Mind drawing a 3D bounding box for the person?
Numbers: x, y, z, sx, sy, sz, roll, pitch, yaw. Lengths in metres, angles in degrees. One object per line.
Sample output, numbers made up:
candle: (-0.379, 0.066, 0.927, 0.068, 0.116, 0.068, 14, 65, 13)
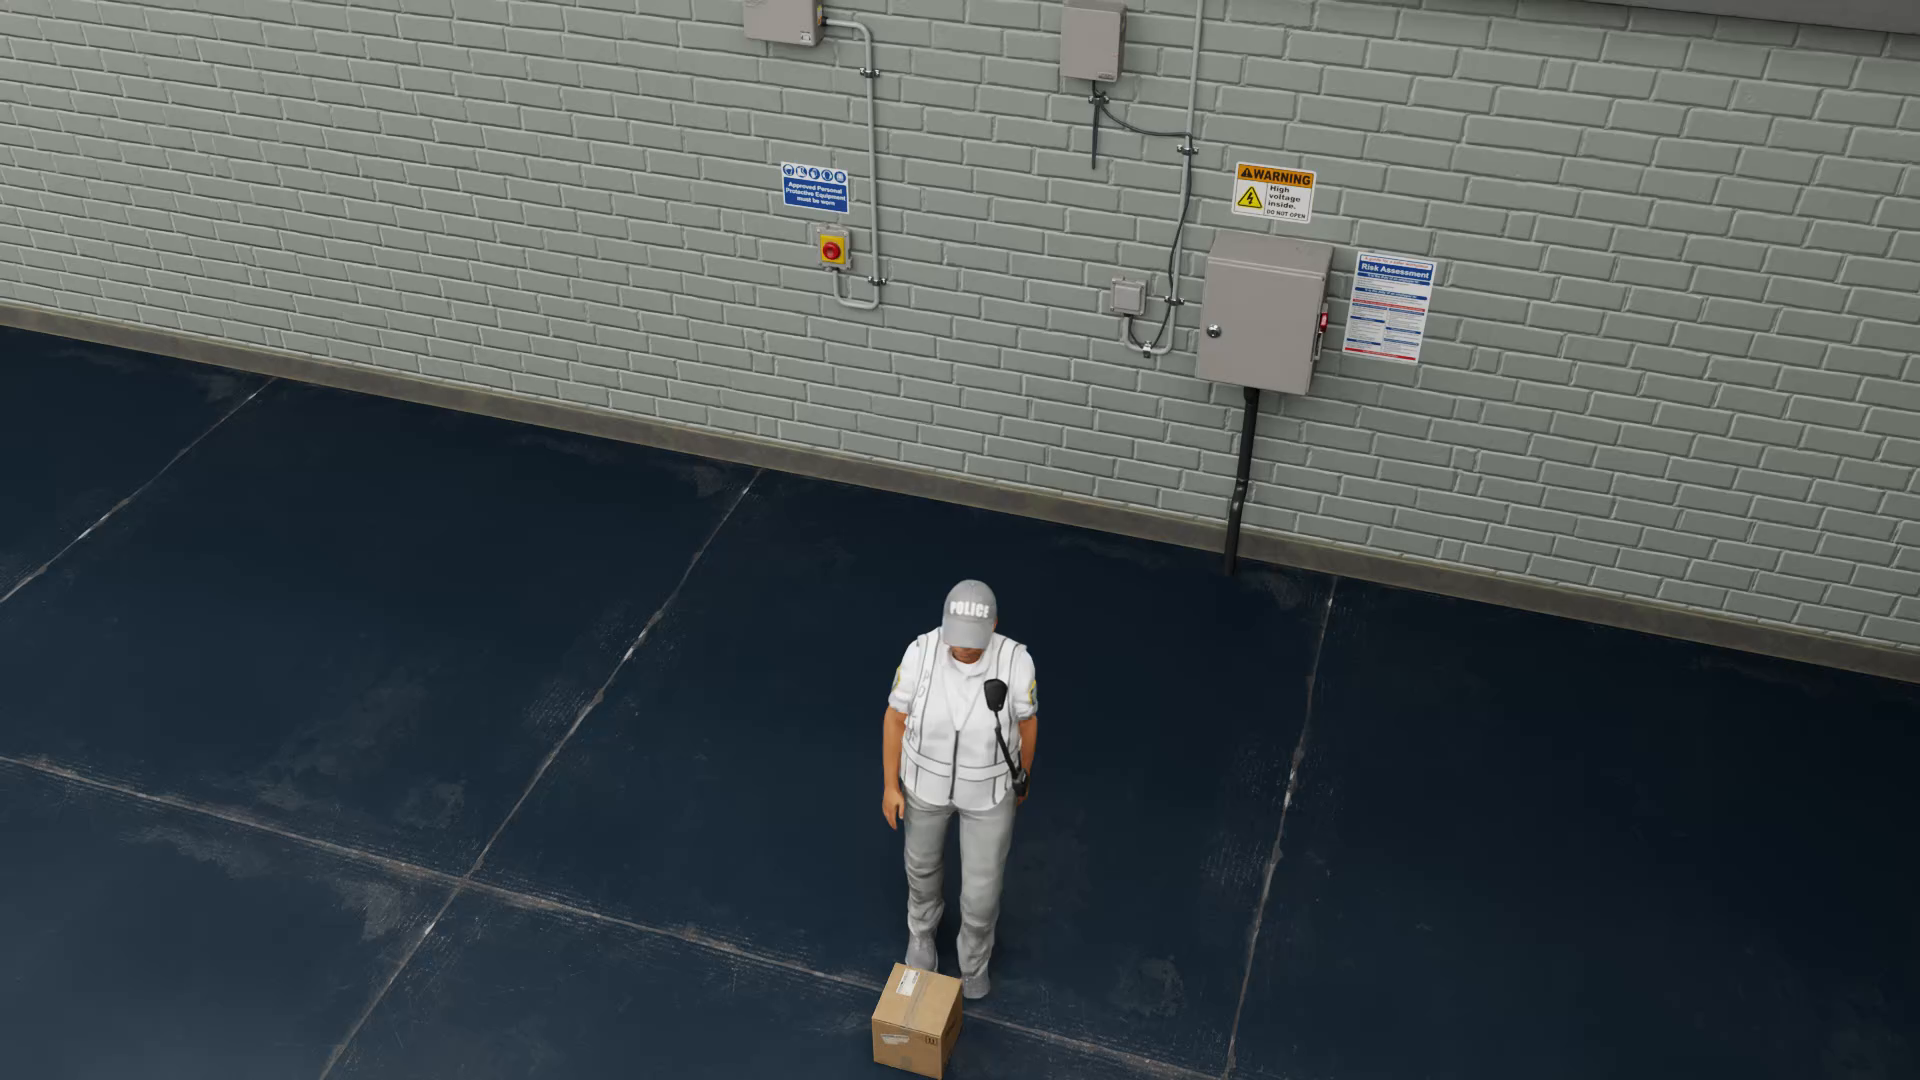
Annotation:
person: (-0.017, 0.913, 5.748, 0.519, 1.758, 0.501, 6, 38, 8)
